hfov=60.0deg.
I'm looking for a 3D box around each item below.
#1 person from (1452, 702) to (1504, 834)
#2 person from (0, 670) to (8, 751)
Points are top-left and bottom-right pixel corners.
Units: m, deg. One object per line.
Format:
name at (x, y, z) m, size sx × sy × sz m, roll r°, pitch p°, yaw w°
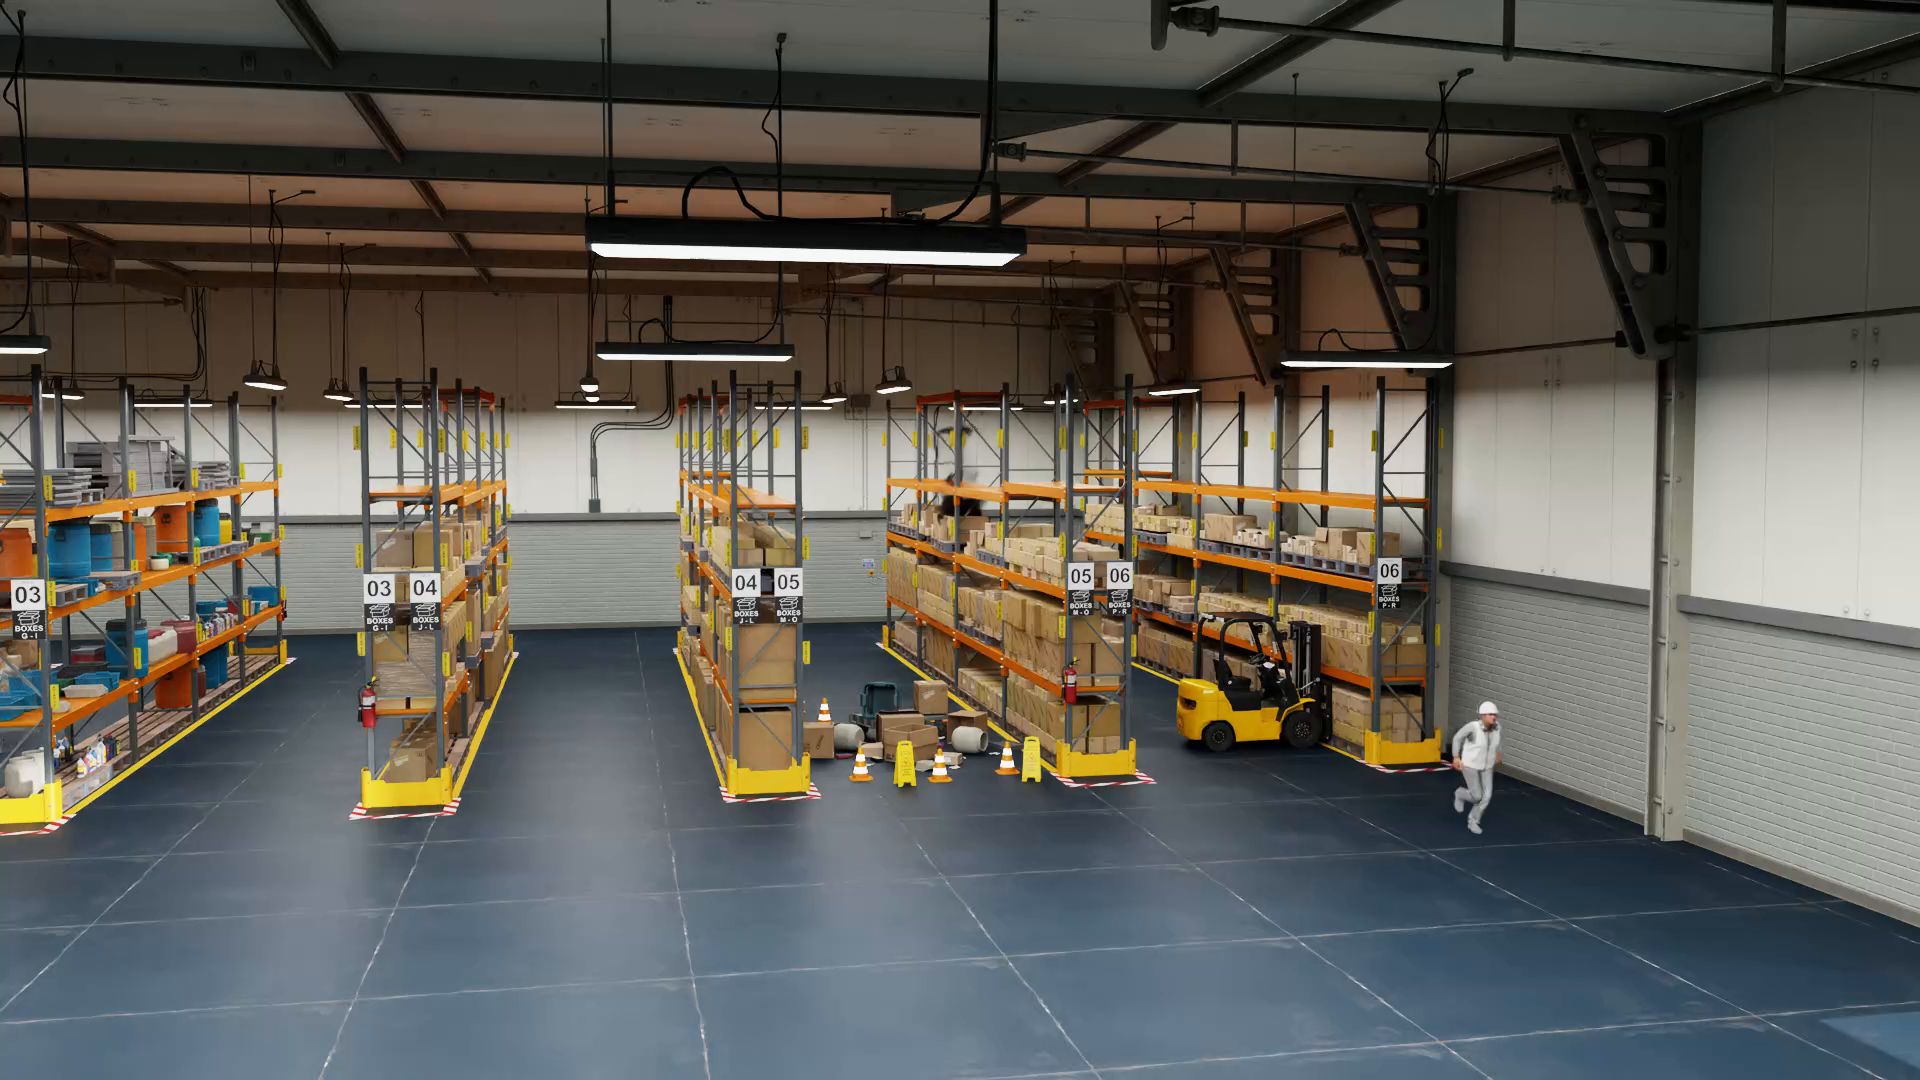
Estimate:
person at (6.649, 2.899, 21.371) m, size 0.652 × 1.710 × 0.788 m, roll -1°, pitch 4°, yaw -19°
person at (-15.320, 2.628, 26.285) m, size 0.499 × 1.710 × 0.841 m, roll -2°, pitch 4°, yaw -24°
